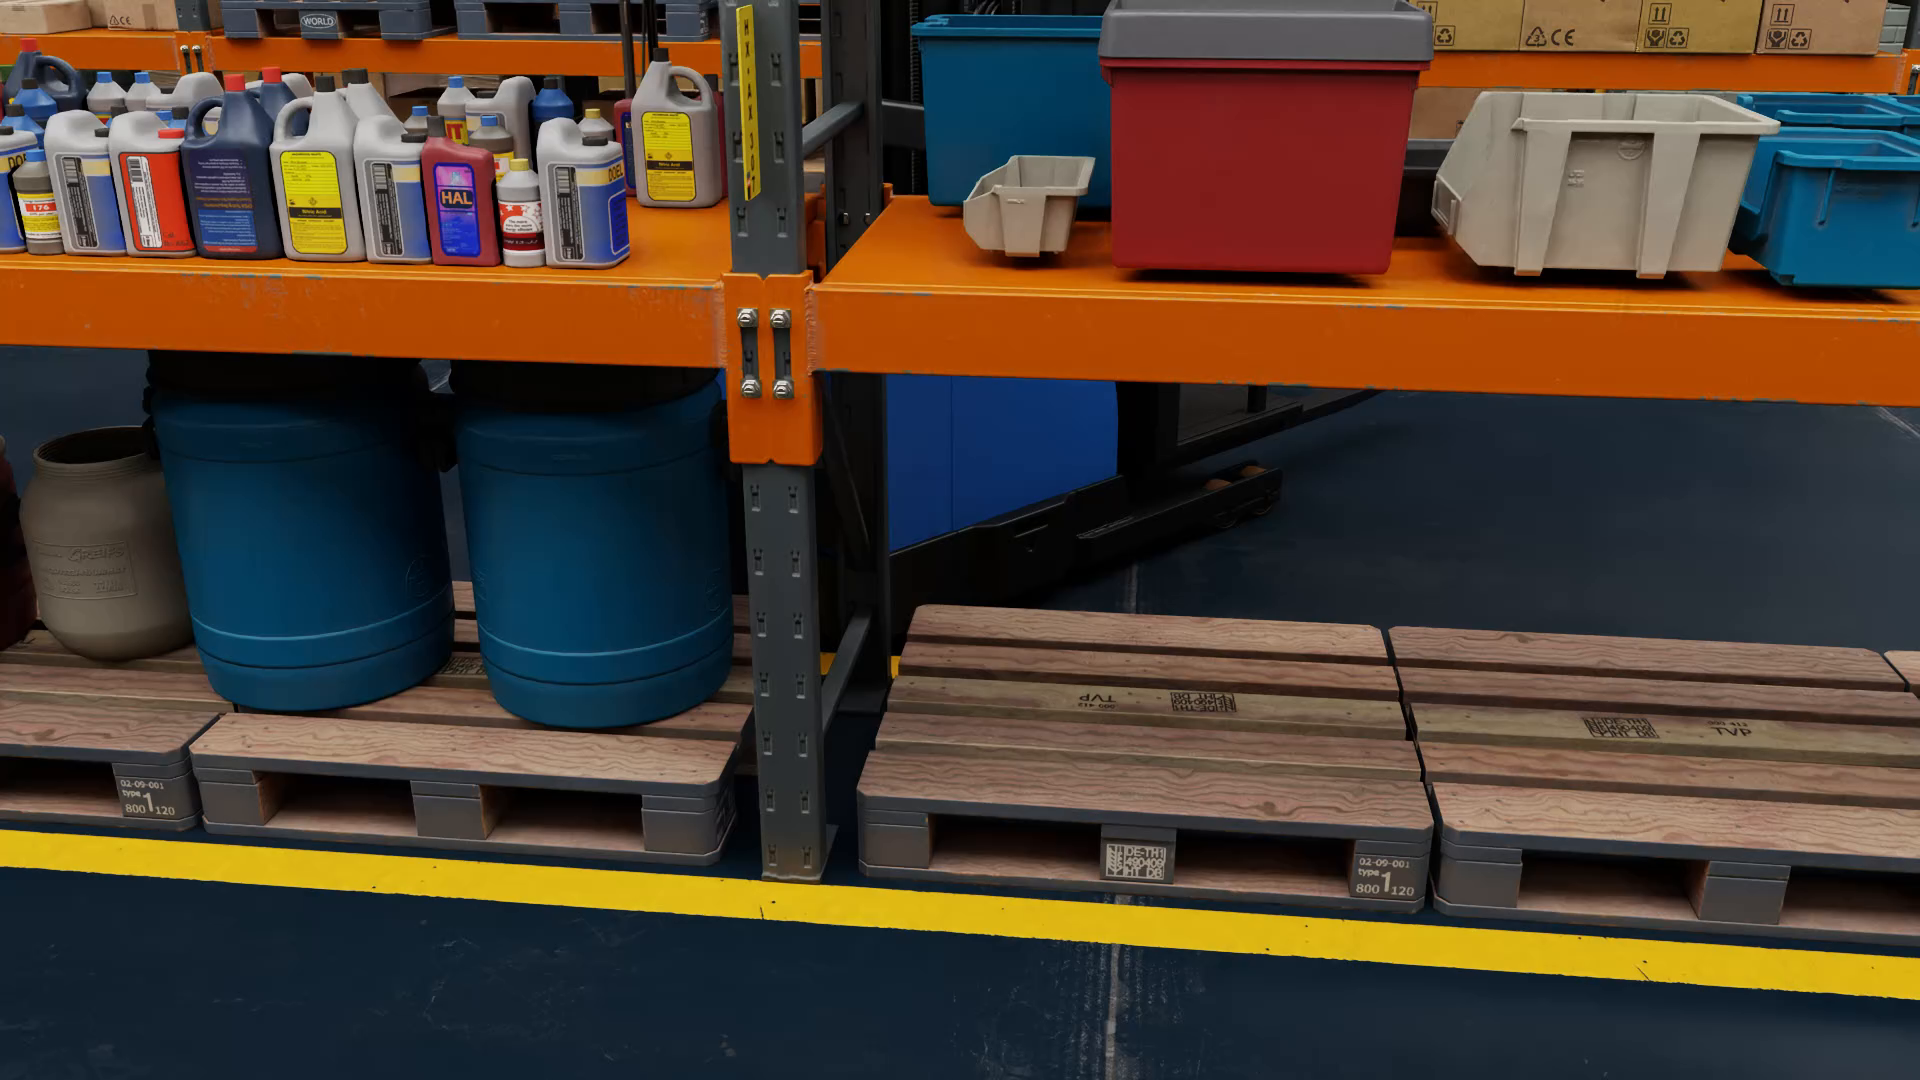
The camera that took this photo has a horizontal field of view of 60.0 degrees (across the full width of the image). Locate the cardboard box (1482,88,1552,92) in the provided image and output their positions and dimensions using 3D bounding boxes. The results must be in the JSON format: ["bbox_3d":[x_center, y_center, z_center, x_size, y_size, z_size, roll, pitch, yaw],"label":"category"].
[{"bbox_3d":[4.127,-3.310,12.561,0.500,0.500,0.700,2,22,6],"label":"cardboard box"}]

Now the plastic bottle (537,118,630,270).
[{"bbox_3d":[-0.734,-0.681,3.250,0.135,0.276,0.152,2,22,6],"label":"plastic bottle"}]

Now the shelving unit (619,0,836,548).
[{"bbox_3d":[-0.552,-0.716,4.330,0.503,2.100,0.431,0,22,-1],"label":"shelving unit"}]

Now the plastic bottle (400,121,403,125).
[{"bbox_3d":[-1.388,-0.945,4.021,0.097,0.201,0.097,0,22,0],"label":"plastic bottle"}]

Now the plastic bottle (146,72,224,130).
[{"bbox_3d":[-1.869,-0.991,4.035,0.135,0.276,0.152,2,22,6],"label":"plastic bottle"}]

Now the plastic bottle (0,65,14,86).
[{"bbox_3d":[-2.374,-1.033,4.132,0.133,0.283,0.061,2,22,6],"label":"plastic bottle"}]

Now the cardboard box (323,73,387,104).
[{"bbox_3d":[-4.827,-3.760,13.671,0.500,0.500,0.700,2,22,6],"label":"cardboard box"}]

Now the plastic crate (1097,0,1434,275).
[{"bbox_3d":[0.553,-0.767,3.131,0.583,0.464,0.402,2,22,6],"label":"plastic crate"}]

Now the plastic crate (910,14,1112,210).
[{"bbox_3d":[0.199,-0.964,3.739,0.575,0.384,0.392,2,22,6],"label":"plastic crate"}]

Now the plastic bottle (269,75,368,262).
[{"bbox_3d":[-1.256,-0.737,3.290,0.185,0.351,0.144,2,22,6],"label":"plastic bottle"}]

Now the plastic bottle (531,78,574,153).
[{"bbox_3d":[-0.964,-0.959,3.962,0.097,0.271,0.097,0,22,0],"label":"plastic bottle"}]

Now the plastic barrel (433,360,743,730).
[{"bbox_3d":[-0.843,-0.089,3.867,0.708,0.901,0.600,2,22,6],"label":"plastic barrel"}]

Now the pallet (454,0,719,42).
[{"bbox_3d":[-1.758,-2.649,8.321,1.213,0.211,1.003,2,22,6],"label":"pallet"}]

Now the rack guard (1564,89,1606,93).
[{"bbox_3d":[4.857,-3.120,12.651,0.348,0.500,1.175,2,22,6],"label":"rack guard"}]

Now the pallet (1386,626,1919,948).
[{"bbox_3d":[1.645,0.527,3.820,1.213,0.211,1.003,2,22,6],"label":"pallet"}]

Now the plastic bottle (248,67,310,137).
[{"bbox_3d":[-1.422,-0.797,3.444,0.185,0.351,0.144,2,22,6],"label":"plastic bottle"}]

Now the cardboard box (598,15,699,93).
[{"bbox_3d":[-2.396,-3.745,13.186,0.750,0.750,0.750,2,22,6],"label":"cardboard box"}]

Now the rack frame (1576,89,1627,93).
[{"bbox_3d":[4.834,-4.283,12.194,0.127,3.000,1.000,2,22,6],"label":"rack frame"}]

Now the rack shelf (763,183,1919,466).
[{"bbox_3d":[1.682,-0.418,3.396,4.000,0.370,1.077,2,22,6],"label":"rack shelf"}]

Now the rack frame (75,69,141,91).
[{"bbox_3d":[-7.083,-4.803,13.508,0.127,3.000,1.000,2,22,6],"label":"rack frame"}]

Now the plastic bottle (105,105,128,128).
[{"bbox_3d":[-1.735,-0.768,3.478,0.097,0.271,0.097,0,22,0],"label":"plastic bottle"}]

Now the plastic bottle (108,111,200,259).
[{"bbox_3d":[-1.598,-0.718,3.346,0.135,0.276,0.152,2,22,6],"label":"plastic bottle"}]

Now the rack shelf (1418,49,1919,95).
[{"bbox_3d":[2.268,-2.227,7.970,4.000,0.370,1.077,2,22,6],"label":"rack shelf"}]

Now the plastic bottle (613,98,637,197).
[{"bbox_3d":[-0.751,-0.962,3.953,0.133,0.283,0.061,2,22,6],"label":"plastic bottle"}]

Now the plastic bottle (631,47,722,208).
[{"bbox_3d":[-0.656,-0.952,3.834,0.185,0.351,0.144,2,22,6],"label":"plastic bottle"}]

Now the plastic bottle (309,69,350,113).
[{"bbox_3d":[-1.500,-0.995,4.036,0.133,0.283,0.061,2,22,6],"label":"plastic bottle"}]

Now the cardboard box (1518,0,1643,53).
[{"bbox_3d":[2.767,-2.486,7.512,0.500,0.500,0.500,3,22,7],"label":"cardboard box"}]

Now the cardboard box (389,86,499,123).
[{"bbox_3d":[-2.677,-2.256,8.848,0.500,0.250,0.500,3,22,8],"label":"cardboard box"}]

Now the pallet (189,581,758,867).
[{"bbox_3d":[-1.066,0.409,4.119,1.213,0.211,1.003,2,22,6],"label":"pallet"}]

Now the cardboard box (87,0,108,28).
[{"bbox_3d":[-4.555,-2.889,8.788,0.500,0.311,0.500,2,22,6],"label":"cardboard box"}]

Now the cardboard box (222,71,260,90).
[{"bbox_3d":[-5.831,-3.815,13.811,0.500,0.500,0.700,2,22,5],"label":"cardboard box"}]

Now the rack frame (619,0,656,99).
[{"bbox_3d":[-0.796,-0.715,4.327,0.015,2.100,0.400,0,22,-1],"label":"rack frame"}]

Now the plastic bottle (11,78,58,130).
[{"bbox_3d":[-2.191,-0.959,3.962,0.097,0.271,0.097,0,22,0],"label":"plastic bottle"}]

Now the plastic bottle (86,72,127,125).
[{"bbox_3d":[-2.078,-1.008,4.084,0.097,0.271,0.097,0,22,0],"label":"plastic bottle"}]

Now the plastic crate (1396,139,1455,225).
[{"bbox_3d":[0.839,-0.789,3.648,0.590,0.125,0.437,2,22,6],"label":"plastic crate"}]

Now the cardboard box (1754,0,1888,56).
[{"bbox_3d":[3.778,-2.441,7.398,0.500,0.500,0.500,3,22,8],"label":"cardboard box"}]

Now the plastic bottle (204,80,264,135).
[{"bbox_3d":[-1.657,-0.925,3.869,0.135,0.276,0.152,2,22,6],"label":"plastic bottle"}]

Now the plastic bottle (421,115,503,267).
[{"bbox_3d":[-0.969,-0.677,3.232,0.133,0.283,0.061,2,22,6],"label":"plastic bottle"}]

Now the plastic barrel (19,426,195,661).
[{"bbox_3d":[-2.096,0.005,4.160,0.421,0.512,0.421,0,22,0],"label":"plastic barrel"}]

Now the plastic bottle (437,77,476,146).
[{"bbox_3d":[-1.195,-0.969,3.987,0.097,0.271,0.097,0,22,0],"label":"plastic bottle"}]

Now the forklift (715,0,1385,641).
[{"bbox_3d":[0.457,-1.522,5.303,3.031,2.935,1.130,-19,29,-40],"label":"forklift"}]

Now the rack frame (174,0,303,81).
[{"bbox_3d":[-3.690,-2.821,8.495,0.127,3.000,1.000,2,22,6],"label":"rack frame"}]

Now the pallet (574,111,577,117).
[{"bbox_3d":[-3.887,-3.367,13.669,1.213,0.211,1.003,2,22,6],"label":"pallet"}]

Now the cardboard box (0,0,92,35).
[{"bbox_3d":[-4.616,-2.642,8.384,0.250,0.149,0.380,2,22,6],"label":"cardboard box"}]

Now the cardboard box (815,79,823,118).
[{"bbox_3d":[-0.682,-3.670,12.996,0.750,0.750,0.750,3,22,8],"label":"cardboard box"}]

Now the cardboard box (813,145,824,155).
[{"bbox_3d":[-0.701,-1.819,8.762,0.500,0.500,0.500,3,22,7],"label":"cardboard box"}]

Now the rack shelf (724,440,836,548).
[{"bbox_3d":[-0.553,-0.052,4.593,0.480,0.518,0.431,0,22,-1],"label":"rack shelf"}]

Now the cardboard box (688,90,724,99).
[{"bbox_3d":[-1.163,-2.192,8.685,0.500,0.250,0.500,3,22,6],"label":"cardboard box"}]

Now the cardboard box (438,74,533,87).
[{"bbox_3d":[-3.832,-3.684,13.479,0.500,0.500,0.700,3,22,7],"label":"cardboard box"}]

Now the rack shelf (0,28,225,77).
[{"bbox_3d":[-5.676,-2.573,8.846,4.000,0.370,1.077,2,22,6],"label":"rack shelf"}]

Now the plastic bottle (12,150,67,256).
[{"bbox_3d":[-1.850,-0.684,3.361,0.097,0.201,0.097,0,22,0],"label":"plastic bottle"}]

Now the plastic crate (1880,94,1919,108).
[{"bbox_3d":[2.154,-0.804,3.540,0.300,0.233,0.416,2,22,6],"label":"plastic crate"}]

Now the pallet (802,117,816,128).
[{"bbox_3d":[-1.129,-3.217,13.291,1.213,0.211,1.003,2,22,6],"label":"pallet"}]
